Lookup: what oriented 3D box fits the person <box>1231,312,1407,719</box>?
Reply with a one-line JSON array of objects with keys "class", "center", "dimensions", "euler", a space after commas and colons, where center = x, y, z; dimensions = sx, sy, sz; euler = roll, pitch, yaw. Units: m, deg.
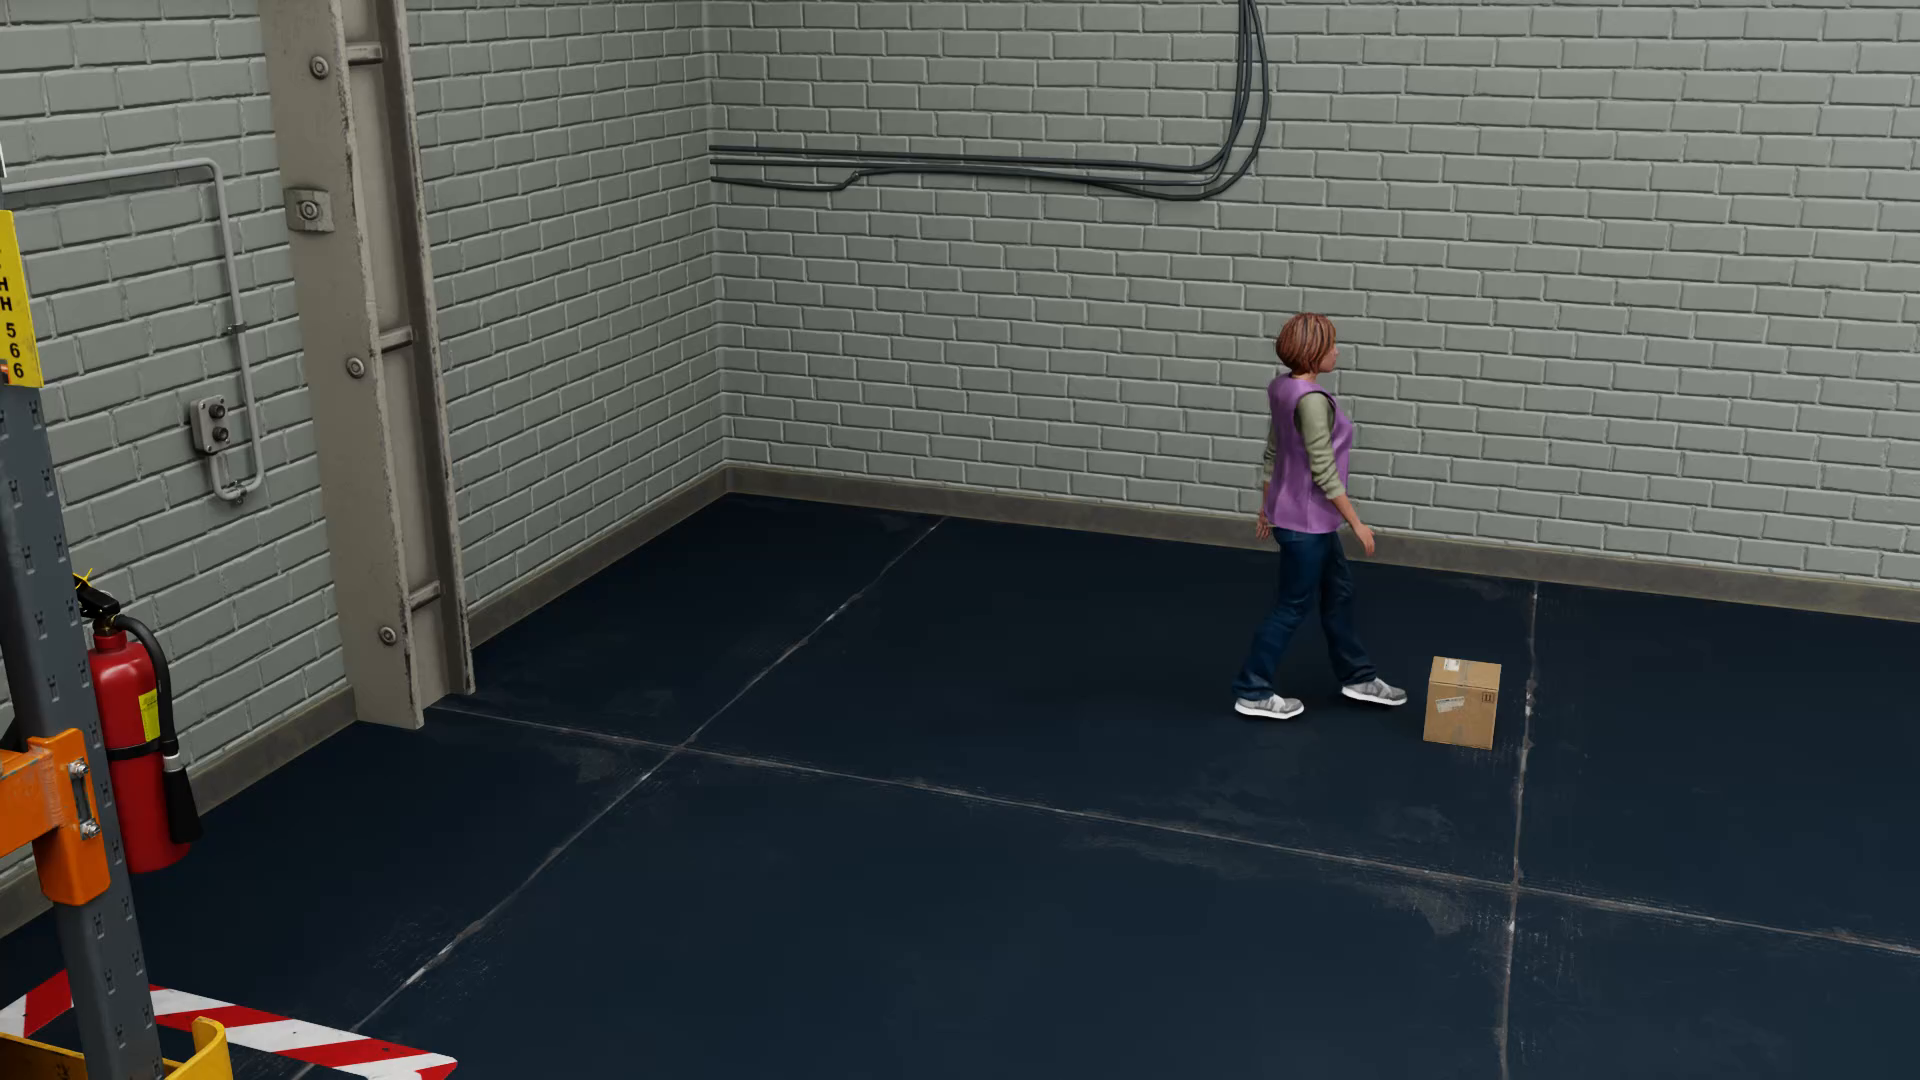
[{"class": "person", "center": [1.411, -0.065, 6.246], "dimensions": [0.718, 1.582, 0.470], "euler": [1, 19, 2]}]
